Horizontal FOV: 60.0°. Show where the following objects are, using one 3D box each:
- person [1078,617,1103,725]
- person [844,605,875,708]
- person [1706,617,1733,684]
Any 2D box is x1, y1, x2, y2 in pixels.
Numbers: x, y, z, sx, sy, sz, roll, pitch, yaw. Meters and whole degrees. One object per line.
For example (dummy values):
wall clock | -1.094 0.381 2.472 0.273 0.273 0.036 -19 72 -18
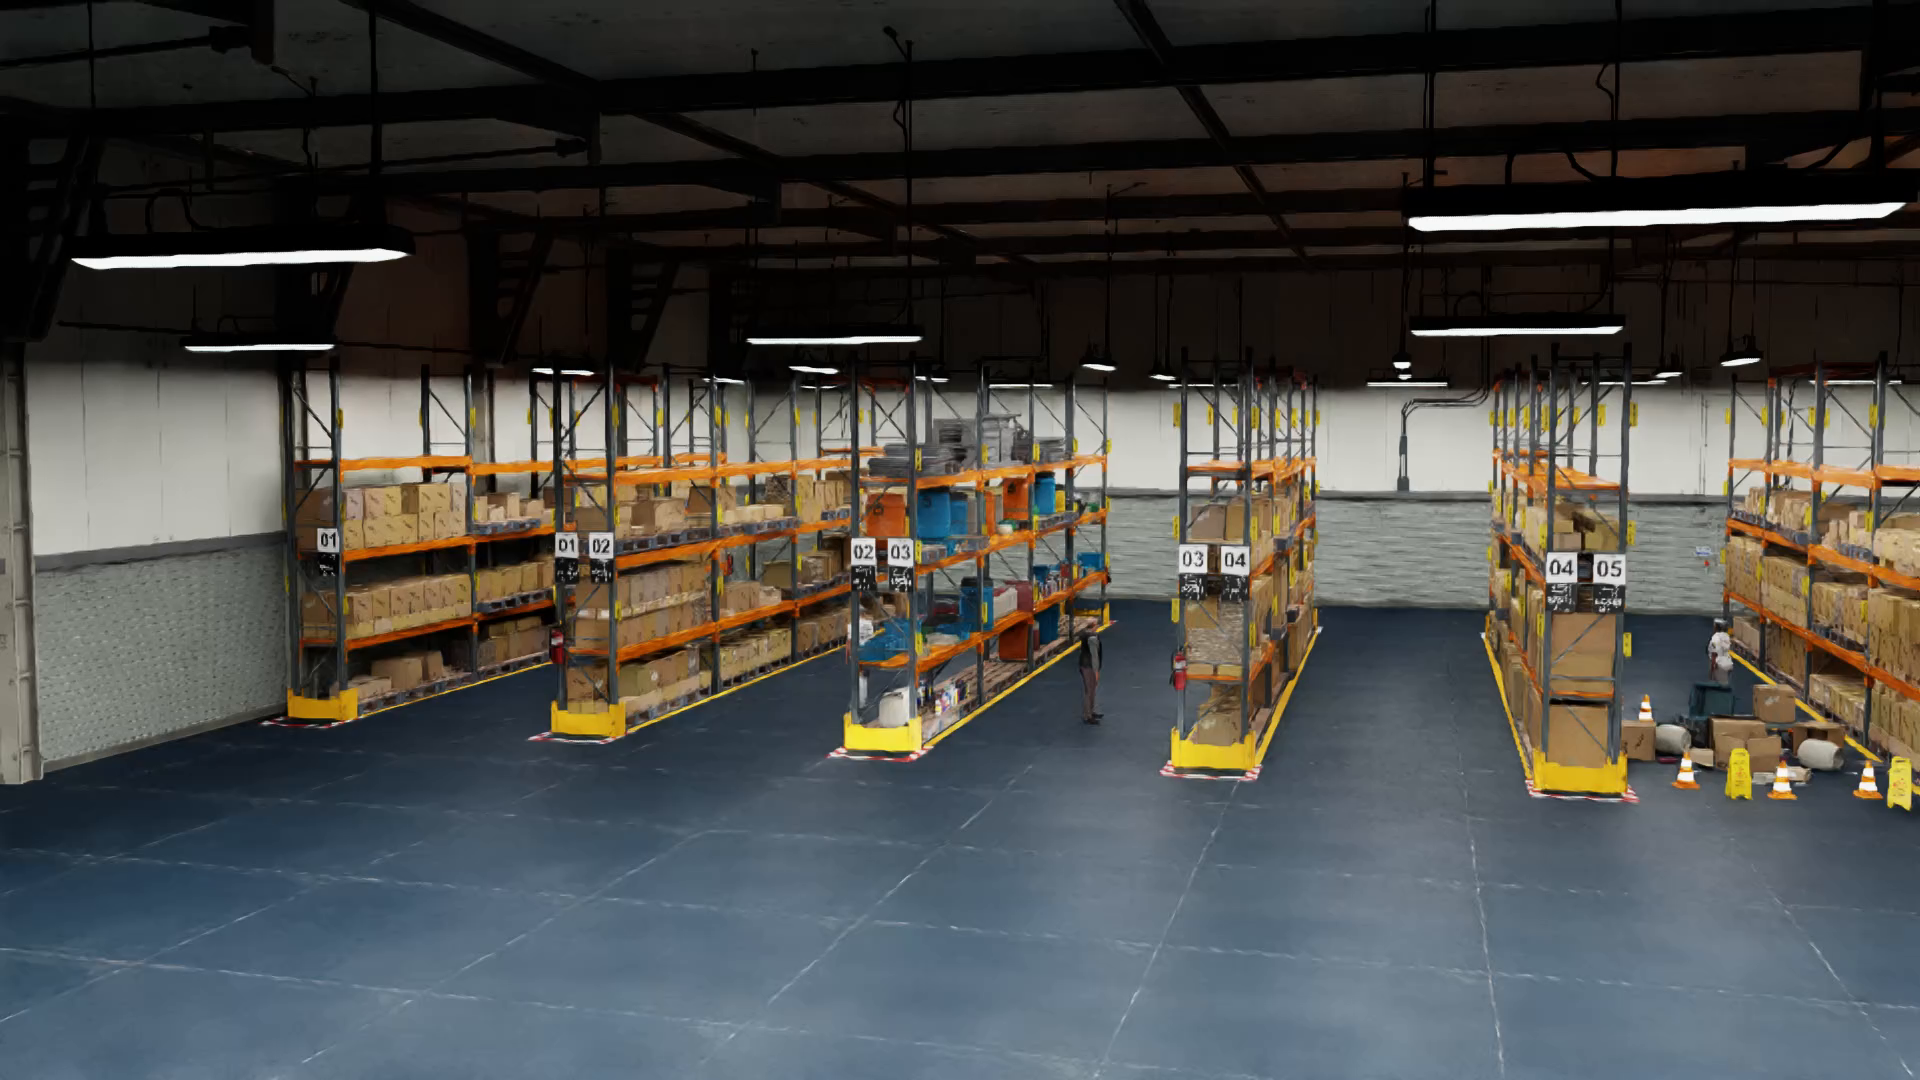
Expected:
person | 2.188 2.123 27.276 0.463 1.730 0.601 -1 4 -14
person | -1.757 1.998 28.855 0.586 1.743 0.662 4 6 42
person | 12.603 2.127 27.652 0.551 1.665 0.573 4 6 44
